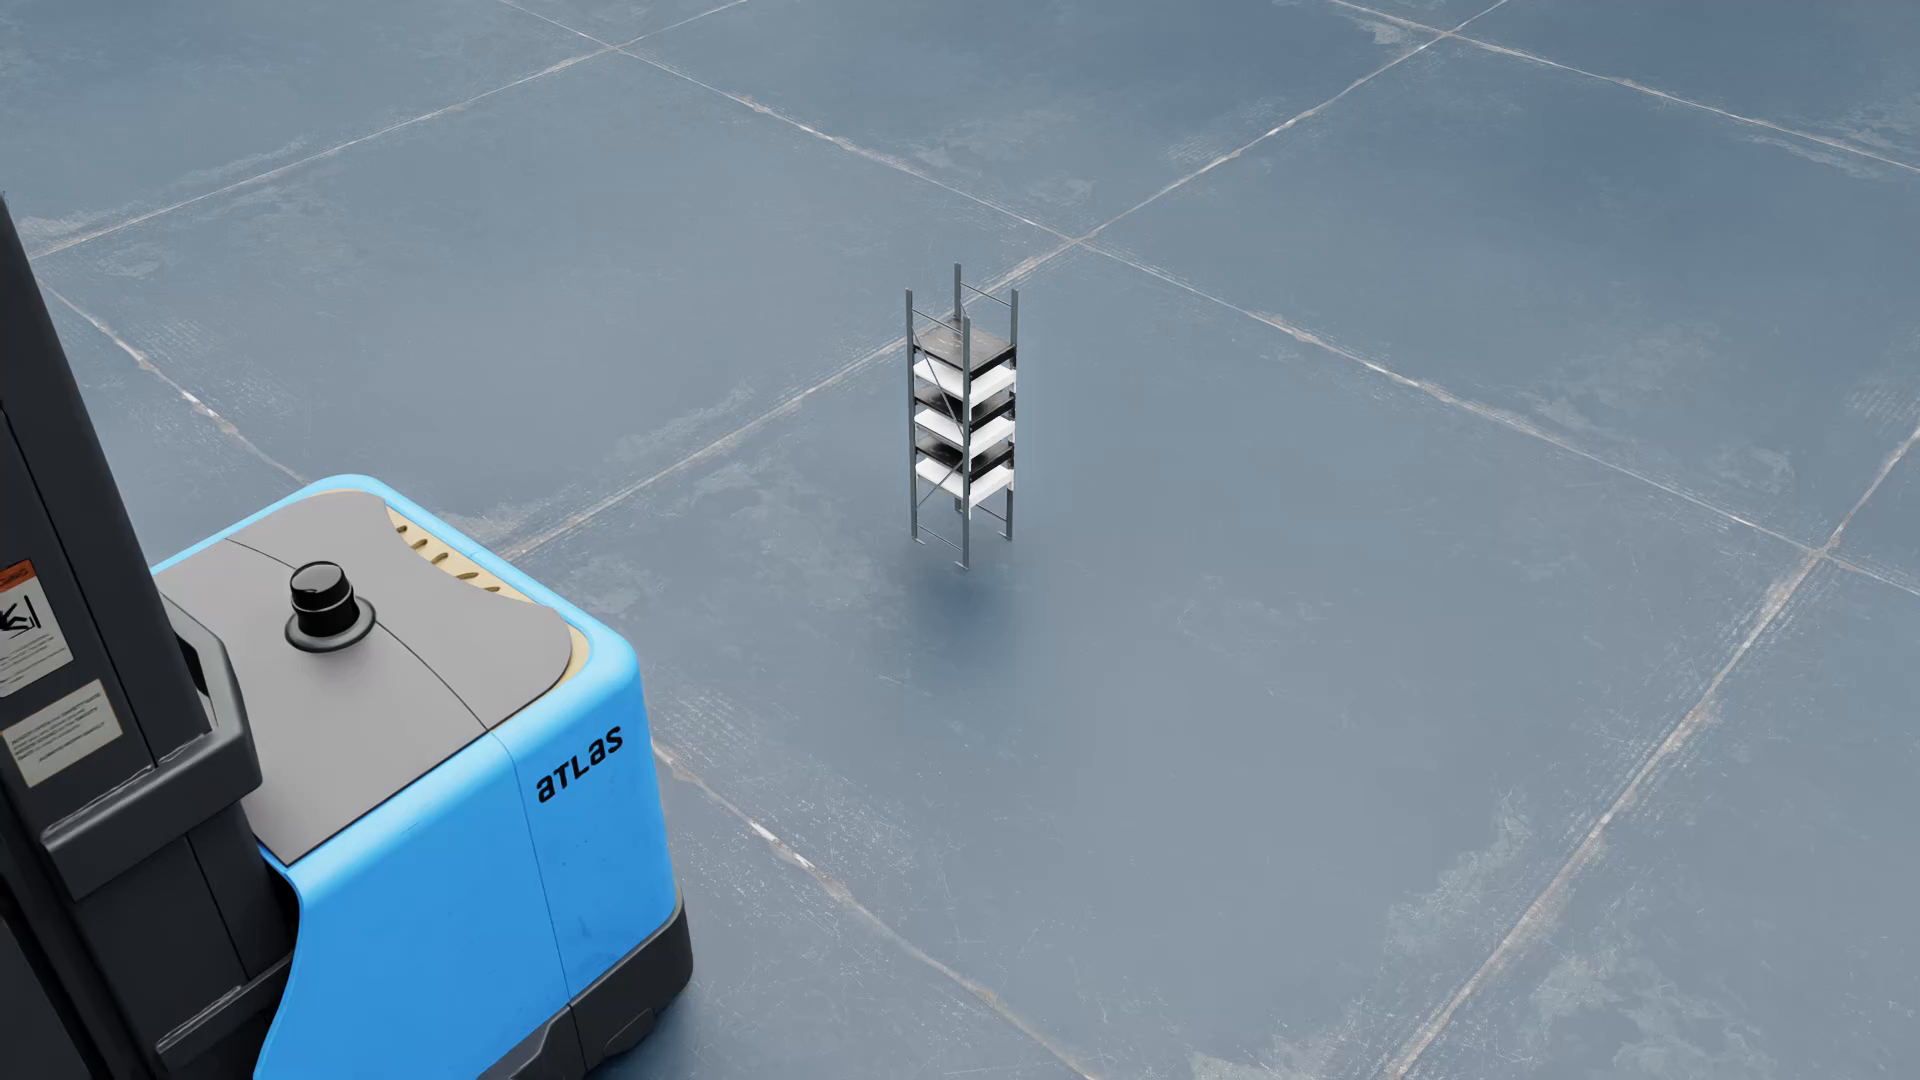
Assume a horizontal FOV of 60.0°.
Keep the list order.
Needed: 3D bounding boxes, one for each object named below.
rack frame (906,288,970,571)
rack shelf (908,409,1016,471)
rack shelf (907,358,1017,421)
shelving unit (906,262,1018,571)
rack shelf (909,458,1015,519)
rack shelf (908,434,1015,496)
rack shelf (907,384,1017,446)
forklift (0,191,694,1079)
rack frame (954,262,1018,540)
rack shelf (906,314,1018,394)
[{"bbox_3d":[-0.063,-0.309,4.916,0.240,0.900,0.006,30,47,32],"label":"rack frame"},{"bbox_3d":[0.005,-0.330,4.995,0.258,0.077,0.200,30,47,32],"label":"rack shelf"},{"bbox_3d":[0.005,-0.471,4.883,0.258,0.077,0.200,30,47,32],"label":"rack shelf"},{"bbox_3d":[0.005,-0.356,4.975,0.258,0.900,0.210,30,47,32],"label":"shelving unit"},{"bbox_3d":[0.005,-0.189,5.107,0.258,0.077,0.200,30,47,32],"label":"rack shelf"},{"bbox_3d":[0.005,-0.259,5.051,0.258,0.077,0.200,30,47,32],"label":"rack shelf"},{"bbox_3d":[0.005,-0.400,4.939,0.258,0.077,0.200,30,47,32],"label":"rack shelf"},{"bbox_3d":[-1.950,0.416,2.372,1.130,2.935,3.031,27,46,30],"label":"forklift"},{"bbox_3d":[0.074,-0.403,5.033,0.240,0.900,0.006,30,47,32],"label":"rack frame"},{"bbox_3d":[0.005,-0.541,4.827,0.258,0.077,0.200,30,47,32],"label":"rack shelf"}]
